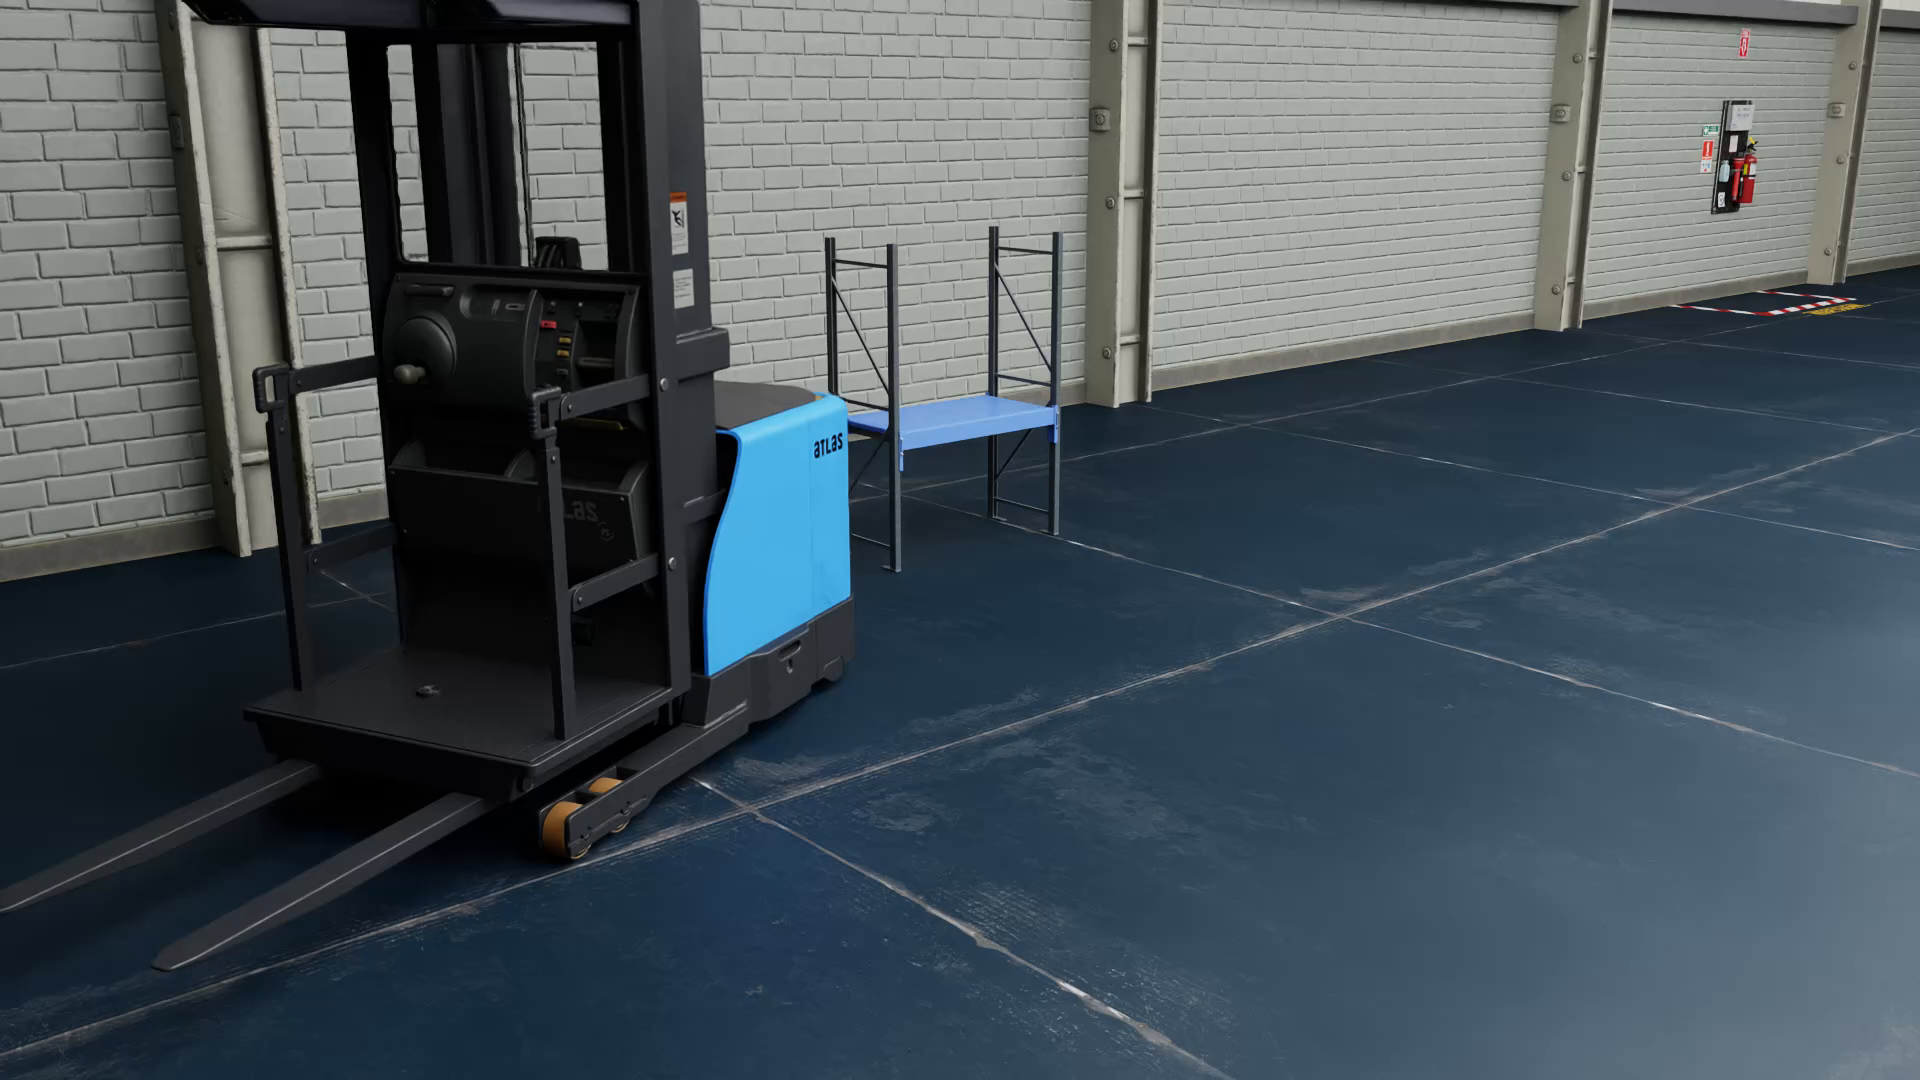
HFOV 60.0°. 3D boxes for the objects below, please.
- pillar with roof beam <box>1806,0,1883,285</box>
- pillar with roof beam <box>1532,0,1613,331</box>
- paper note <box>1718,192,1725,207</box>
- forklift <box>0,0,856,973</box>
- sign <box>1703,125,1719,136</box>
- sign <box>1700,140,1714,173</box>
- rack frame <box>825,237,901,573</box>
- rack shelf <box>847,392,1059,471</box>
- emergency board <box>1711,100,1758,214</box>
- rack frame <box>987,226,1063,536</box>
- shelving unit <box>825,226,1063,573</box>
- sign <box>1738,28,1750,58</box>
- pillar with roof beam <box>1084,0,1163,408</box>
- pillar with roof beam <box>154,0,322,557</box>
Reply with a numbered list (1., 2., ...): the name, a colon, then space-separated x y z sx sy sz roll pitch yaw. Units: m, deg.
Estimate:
1. pillar with roof beam: 13.013 -6.540 15.298 0.400 9.000 9.100 -13 19 -39
2. pillar with roof beam: 8.486 -5.524 11.492 0.400 9.000 9.100 -13 19 -39
3. paper note: 8.119 -3.627 17.722 0.142 0.148 0.016 -13 19 -39
4. forklift: -1.466 -0.620 4.893 1.130 2.935 3.031 7 16 23
5. sign: 7.822 -4.268 17.318 0.331 0.109 0.001 -13 19 -39
6. sign: 7.813 -4.012 17.390 0.234 0.329 0.001 -13 19 -39
7. rack frame: -0.448 -0.624 7.680 0.032 1.500 0.500 -13 19 -39
8. rack shelf: -0.064 -0.536 8.049 1.000 0.185 0.538 -13 19 -39
9. emergency board: 8.298 -4.069 17.670 0.643 1.169 0.194 -13 19 -39
10. rack frame: 0.319 -0.796 8.325 0.032 1.500 0.500 -13 19 -39
11. shelving unit: -0.064 -0.710 8.002 1.048 1.500 0.538 -13 19 -39
12. sign: 8.226 -5.207 17.438 0.199 0.298 0.001 -13 19 -39
13. pillar with roof beam: 3.960 -4.507 7.687 0.400 9.000 9.100 -13 19 -39
14. pillar with roof beam: -0.566 -3.491 3.882 0.400 9.000 9.100 -13 19 -39
